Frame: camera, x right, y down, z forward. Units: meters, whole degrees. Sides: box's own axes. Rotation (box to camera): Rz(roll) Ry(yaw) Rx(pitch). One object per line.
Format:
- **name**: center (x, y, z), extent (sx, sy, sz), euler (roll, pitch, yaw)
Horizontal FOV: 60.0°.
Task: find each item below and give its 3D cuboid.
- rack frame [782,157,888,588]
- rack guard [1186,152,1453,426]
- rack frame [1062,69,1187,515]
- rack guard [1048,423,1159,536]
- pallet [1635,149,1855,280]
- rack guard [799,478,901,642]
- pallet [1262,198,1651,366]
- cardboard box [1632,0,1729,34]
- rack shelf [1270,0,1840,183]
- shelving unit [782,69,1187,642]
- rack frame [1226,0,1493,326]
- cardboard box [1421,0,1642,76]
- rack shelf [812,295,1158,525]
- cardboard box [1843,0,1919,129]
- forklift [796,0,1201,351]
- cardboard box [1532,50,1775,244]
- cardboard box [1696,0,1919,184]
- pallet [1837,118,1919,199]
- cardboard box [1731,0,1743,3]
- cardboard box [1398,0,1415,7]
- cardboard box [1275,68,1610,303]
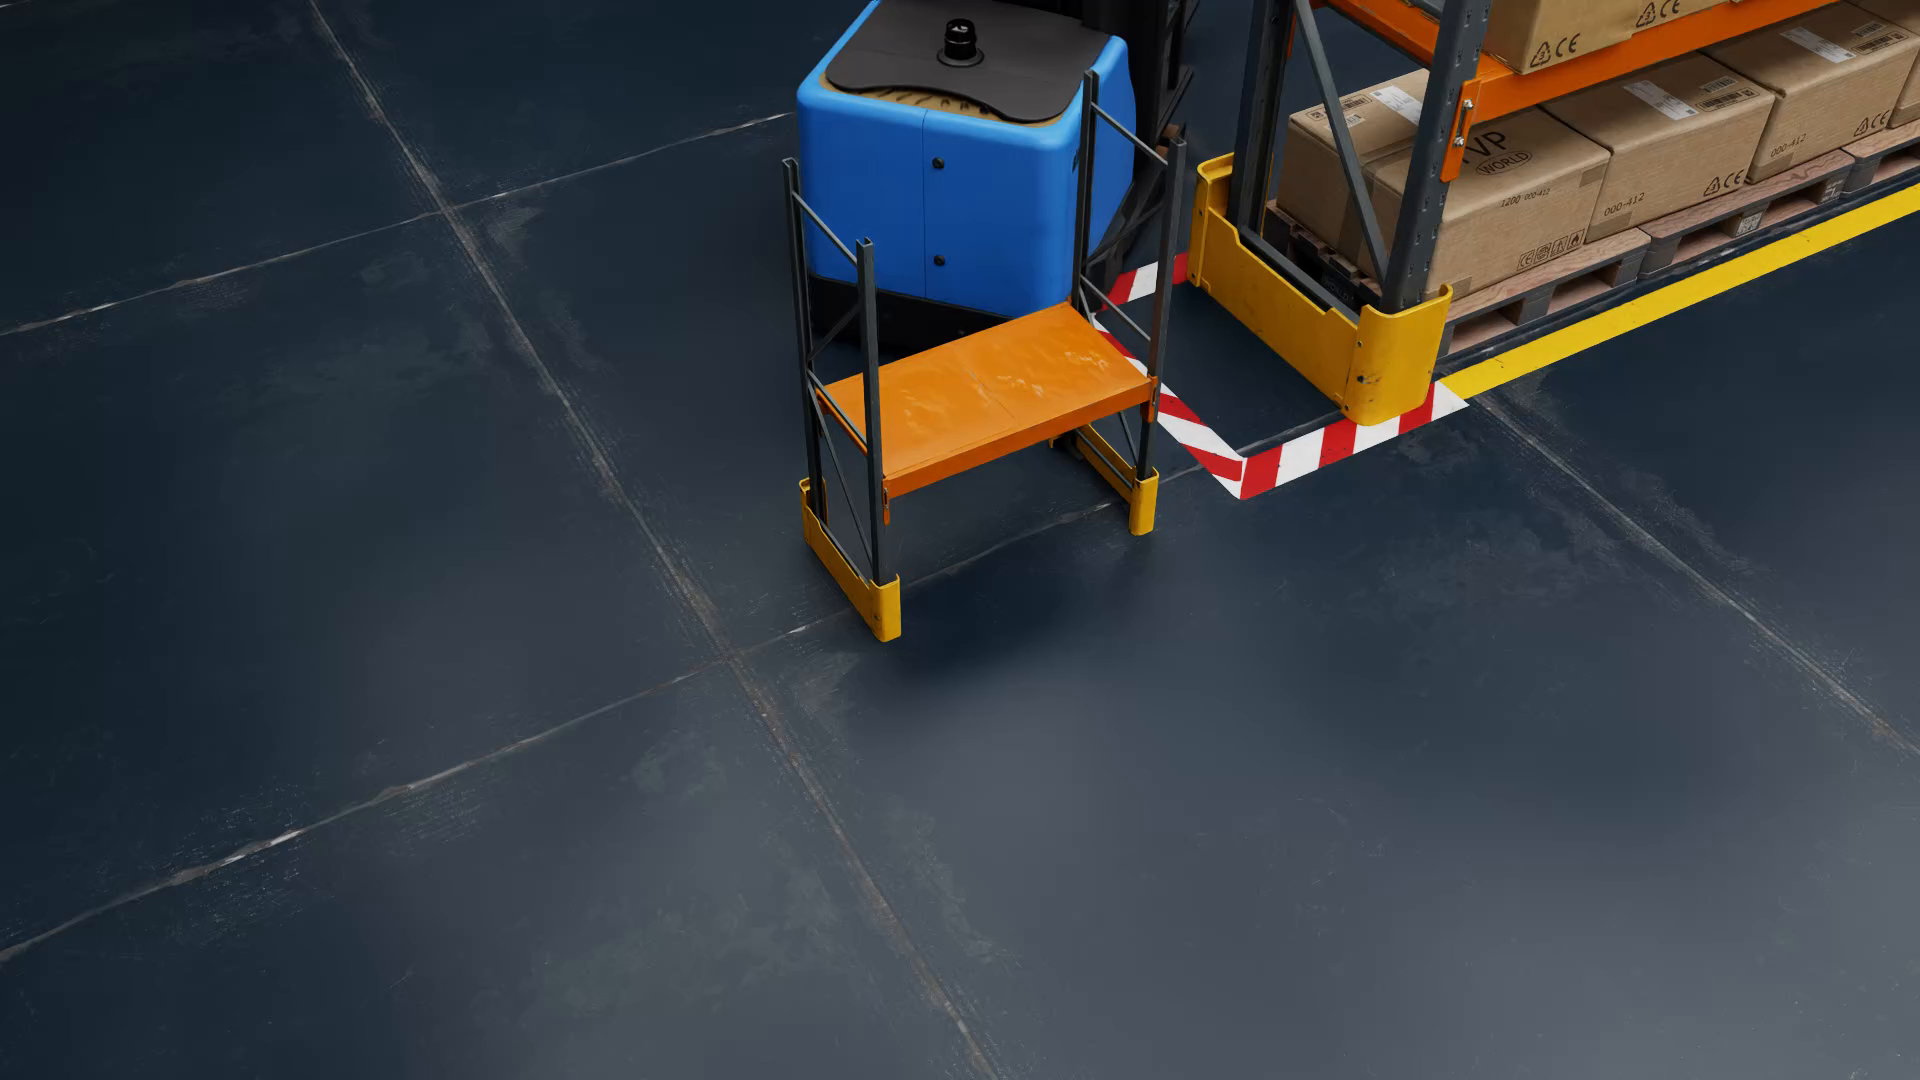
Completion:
- **rack frame**: center (-0.367, -0.391, 5.076), extent (0.032, 1.500, 0.500), euler (-22, 48, -21)
- **rack guard**: center (1.349, -0.998, 6.420), extent (0.348, 0.500, 1.175), euler (-22, 48, -21)
- **rack frame**: center (0.515, -0.744, 5.440), extent (0.032, 1.500, 0.500), euler (-22, 48, -21)
- **rack guard**: center (0.498, -0.289, 5.868), extent (0.087, 0.250, 0.587), euler (-22, 48, -21)
- **pallet**: center (3.081, -1.648, 7.297), extent (1.213, 0.211, 1.003), euler (-22, 48, -21)
- **rack guard**: center (-0.366, 0.057, 5.512), extent (0.087, 0.250, 0.587), euler (-22, 48, -21)
- **pallet**: center (2.024, -1.227, 6.863), extent (1.213, 0.211, 1.003), euler (-22, 48, -21)
- **cardboard box**: center (2.354, -2.125, 5.714), extent (0.500, 0.500, 0.500), euler (-22, 48, -21)
- **rack shelf**: center (3.104, -2.339, 6.523), extent (4.000, 0.370, 1.077), euler (-22, 48, -21)
- **shelving unit**: center (0.066, -0.565, 5.255), extent (1.083, 1.500, 0.587), euler (-22, 48, -21)
- **rack frame**: center (1.370, -1.903, 5.558), extent (0.127, 3.000, 1.000), euler (-22, 48, -21)
- **cardboard box**: center (1.929, -1.933, 5.516), extent (0.500, 0.500, 0.500), euler (-22, 48, -21)
- **rack shelf**: center (0.074, -0.439, 5.383), extent (1.000, 0.185, 0.538), euler (-22, 48, -21)
- **cardboard box**: center (4.240, -2.369, 7.576), extent (0.875, 0.438, 0.875), euler (-22, 48, -21)
- **forklift**: center (0.376, -2.718, 6.446), extent (1.130, 2.935, 3.031), euler (14, 46, 14)
- **cardboard box**: center (2.682, -1.747, 6.934), extent (0.875, 0.438, 0.875), euler (-21, 48, -20)
- **cardboard box**: center (3.464, -2.059, 7.255), extent (0.875, 0.438, 0.875), euler (-23, 49, -22)
- **pallet**: center (4.140, -2.074, 7.736), extent (1.213, 0.211, 1.003), euler (-22, 48, -21)
- **cardboard box**: center (2.804, -2.290, 5.884), extent (0.500, 0.500, 0.500), euler (-22, 48, -21)
- **cardboard box**: center (1.656, -2.267, 5.860), extent (0.500, 0.500, 0.500), euler (-22, 48, -21)
- **cardboard box**: center (1.892, -1.424, 6.602), extent (0.875, 0.438, 0.875), euler (-23, 49, -22)
